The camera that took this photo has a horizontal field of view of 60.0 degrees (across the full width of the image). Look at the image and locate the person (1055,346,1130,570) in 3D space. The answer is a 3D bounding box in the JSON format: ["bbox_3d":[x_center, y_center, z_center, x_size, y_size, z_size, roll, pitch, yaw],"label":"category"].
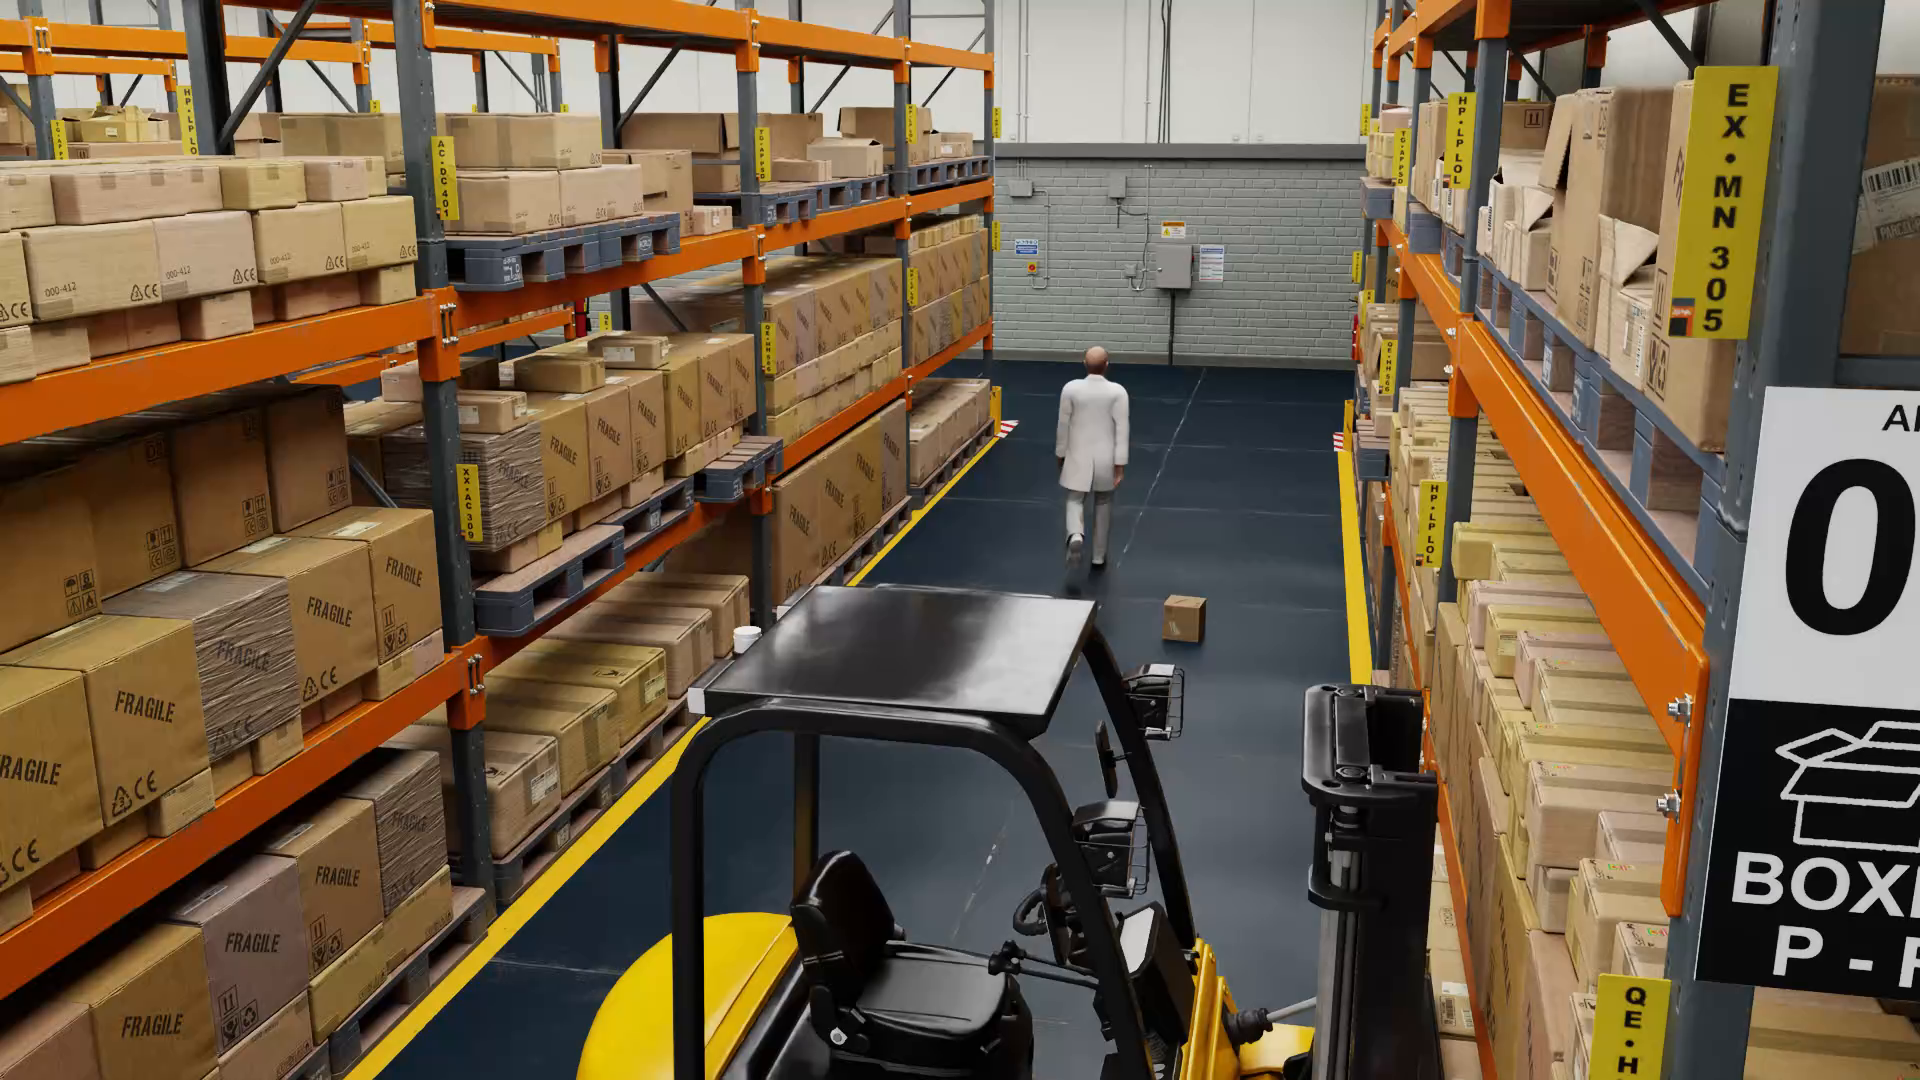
[{"bbox_3d":[1.023,-0.588,12.939,0.582,1.658,0.893,2,15,6],"label":"person"}]
